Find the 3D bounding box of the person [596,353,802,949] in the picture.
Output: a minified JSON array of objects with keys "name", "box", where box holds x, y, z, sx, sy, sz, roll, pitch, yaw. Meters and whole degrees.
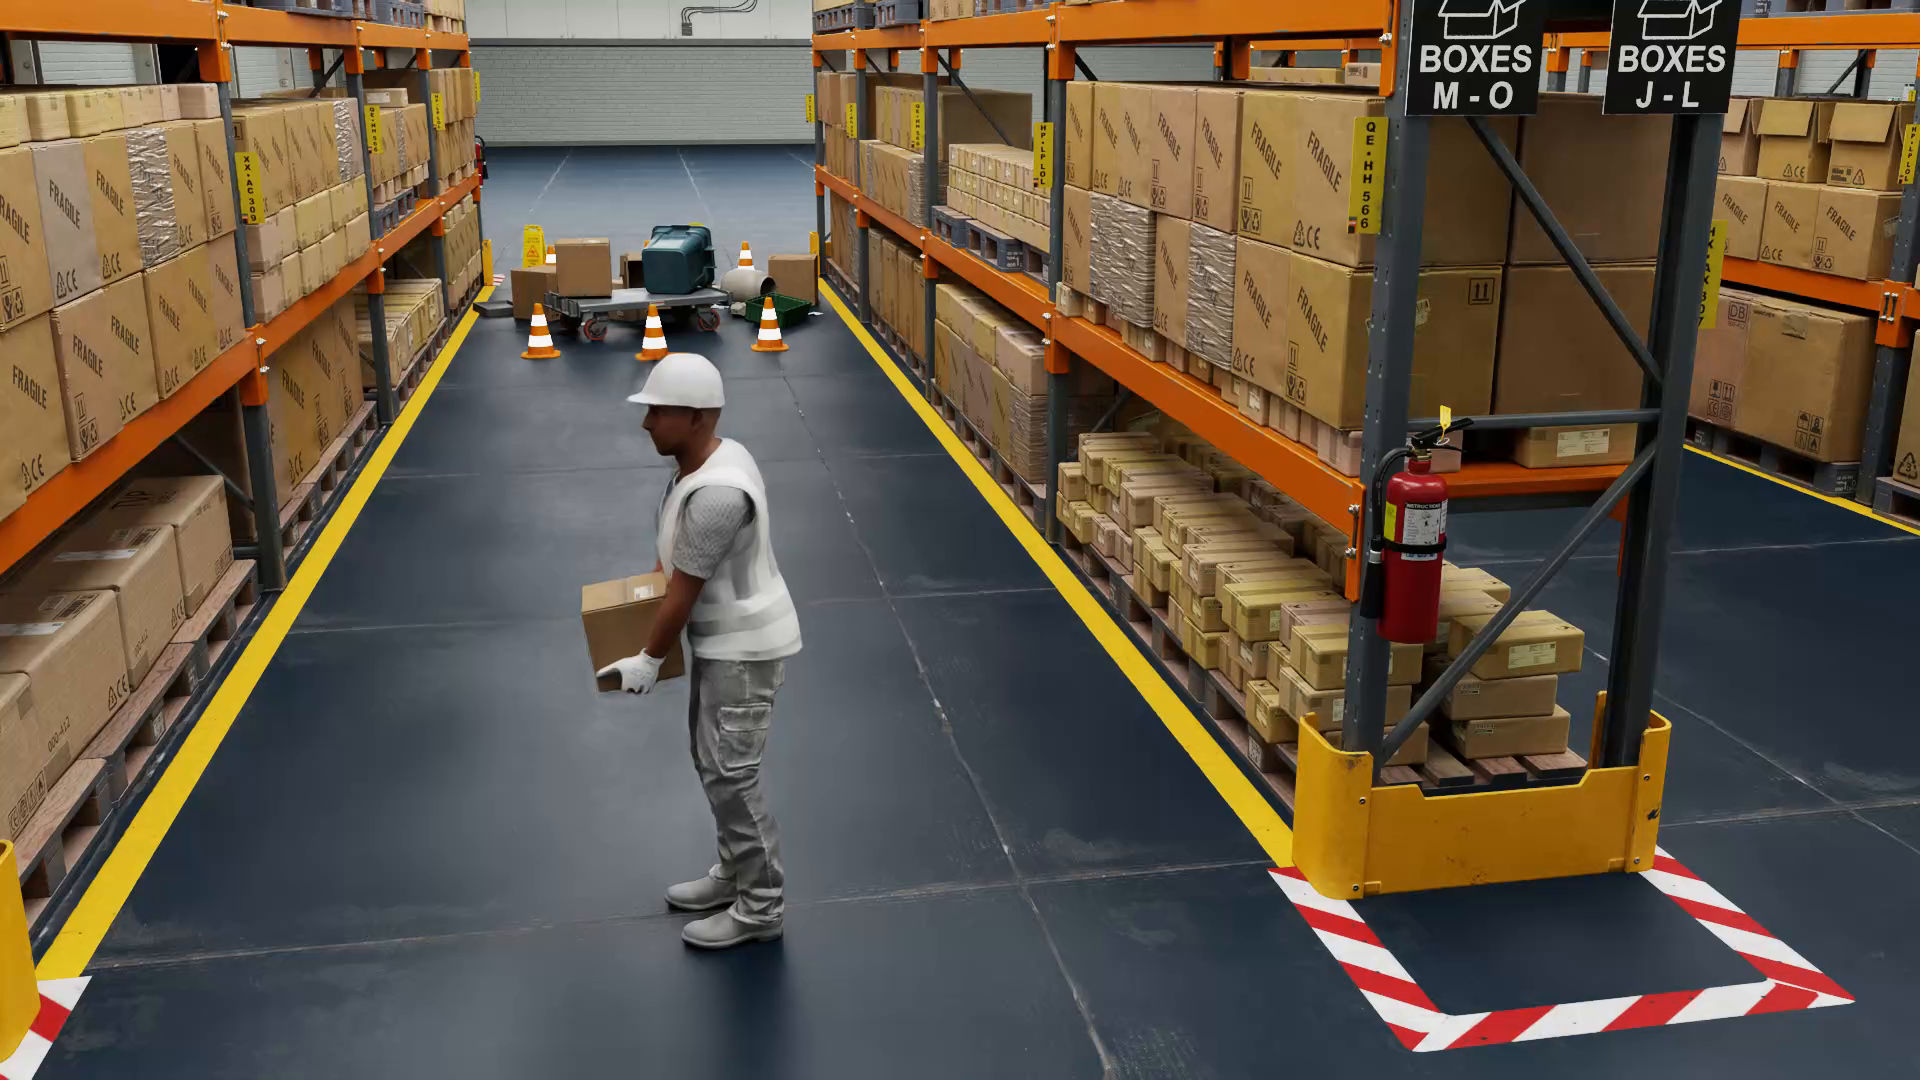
[{"name":"person","box":[-0.766,0.328,4.888,0.597,1.770,0.490,-3,17,-11]}]
